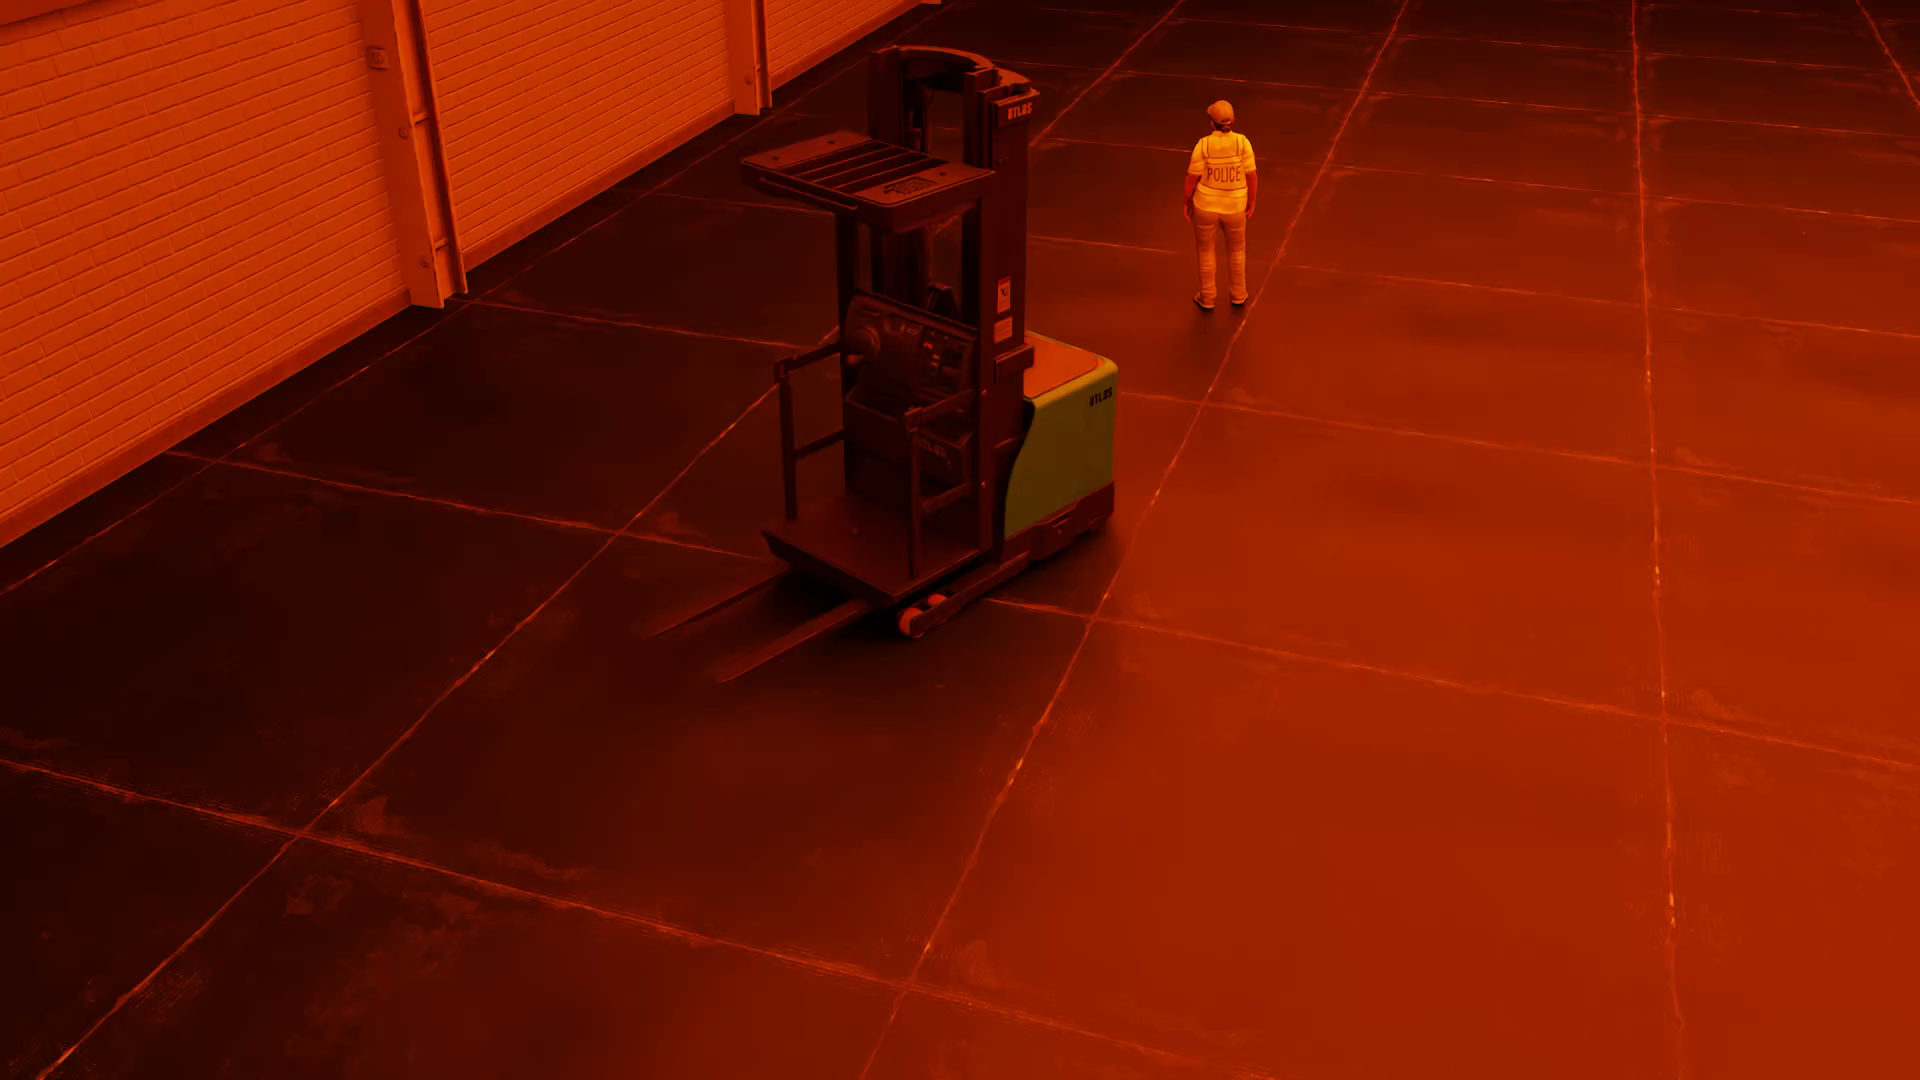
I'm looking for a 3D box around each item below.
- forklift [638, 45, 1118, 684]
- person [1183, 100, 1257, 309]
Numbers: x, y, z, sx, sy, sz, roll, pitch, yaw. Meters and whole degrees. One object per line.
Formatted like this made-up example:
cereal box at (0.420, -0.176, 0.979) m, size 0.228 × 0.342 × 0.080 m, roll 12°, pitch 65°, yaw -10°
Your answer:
forklift at (-0.426, -1.018, 8.923) m, size 1.130 × 2.935 × 3.031 m, roll 25°, pitch 38°, yaw 36°
person at (2.039, -2.630, 13.012) m, size 0.598 × 1.670 × 0.529 m, roll 1°, pitch 30°, yaw 2°
